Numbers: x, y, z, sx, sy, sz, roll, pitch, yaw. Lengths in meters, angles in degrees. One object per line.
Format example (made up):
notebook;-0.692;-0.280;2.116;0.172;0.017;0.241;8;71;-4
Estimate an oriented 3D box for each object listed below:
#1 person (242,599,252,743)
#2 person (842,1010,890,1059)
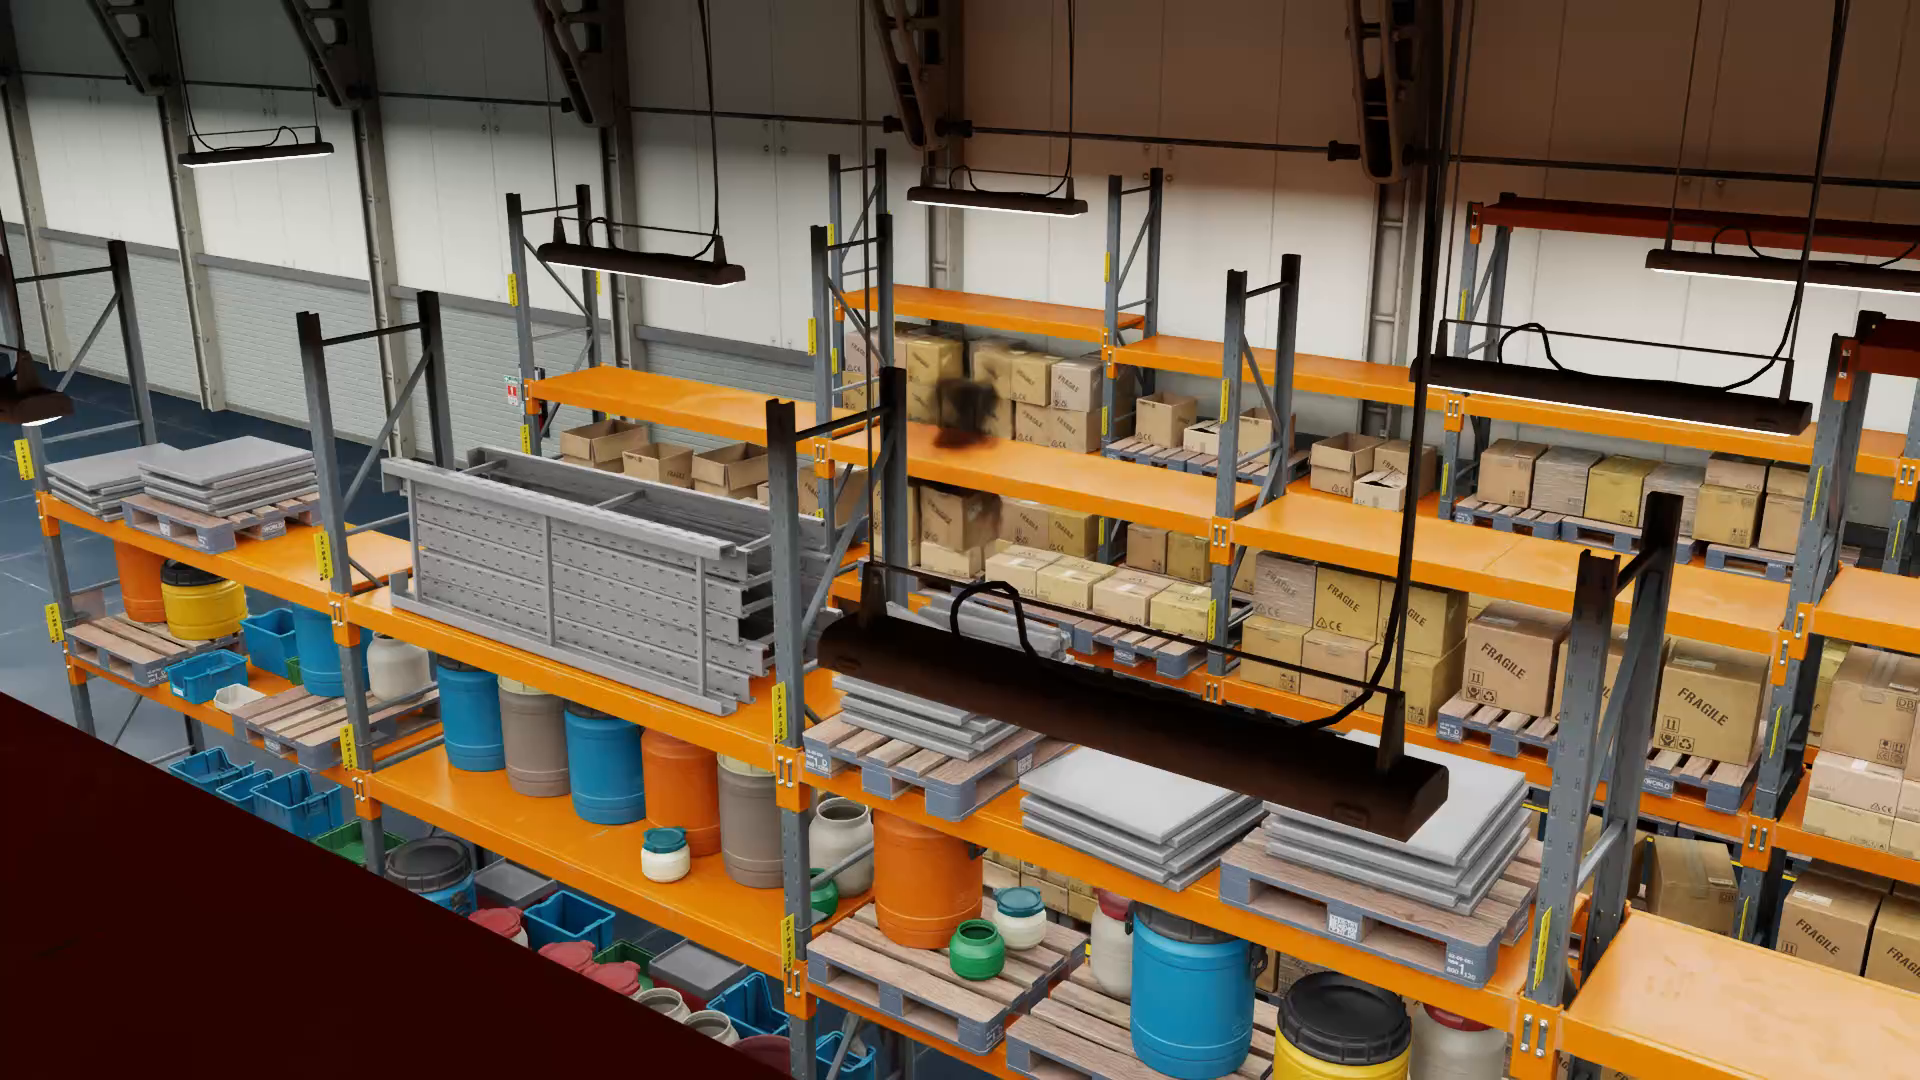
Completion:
person;-7.853;1.421;18.058;0.685;1.775;0.646;-10;21;-28
person;-0.635;3.412;12.227;0.708;1.748;0.627;15;24;38
